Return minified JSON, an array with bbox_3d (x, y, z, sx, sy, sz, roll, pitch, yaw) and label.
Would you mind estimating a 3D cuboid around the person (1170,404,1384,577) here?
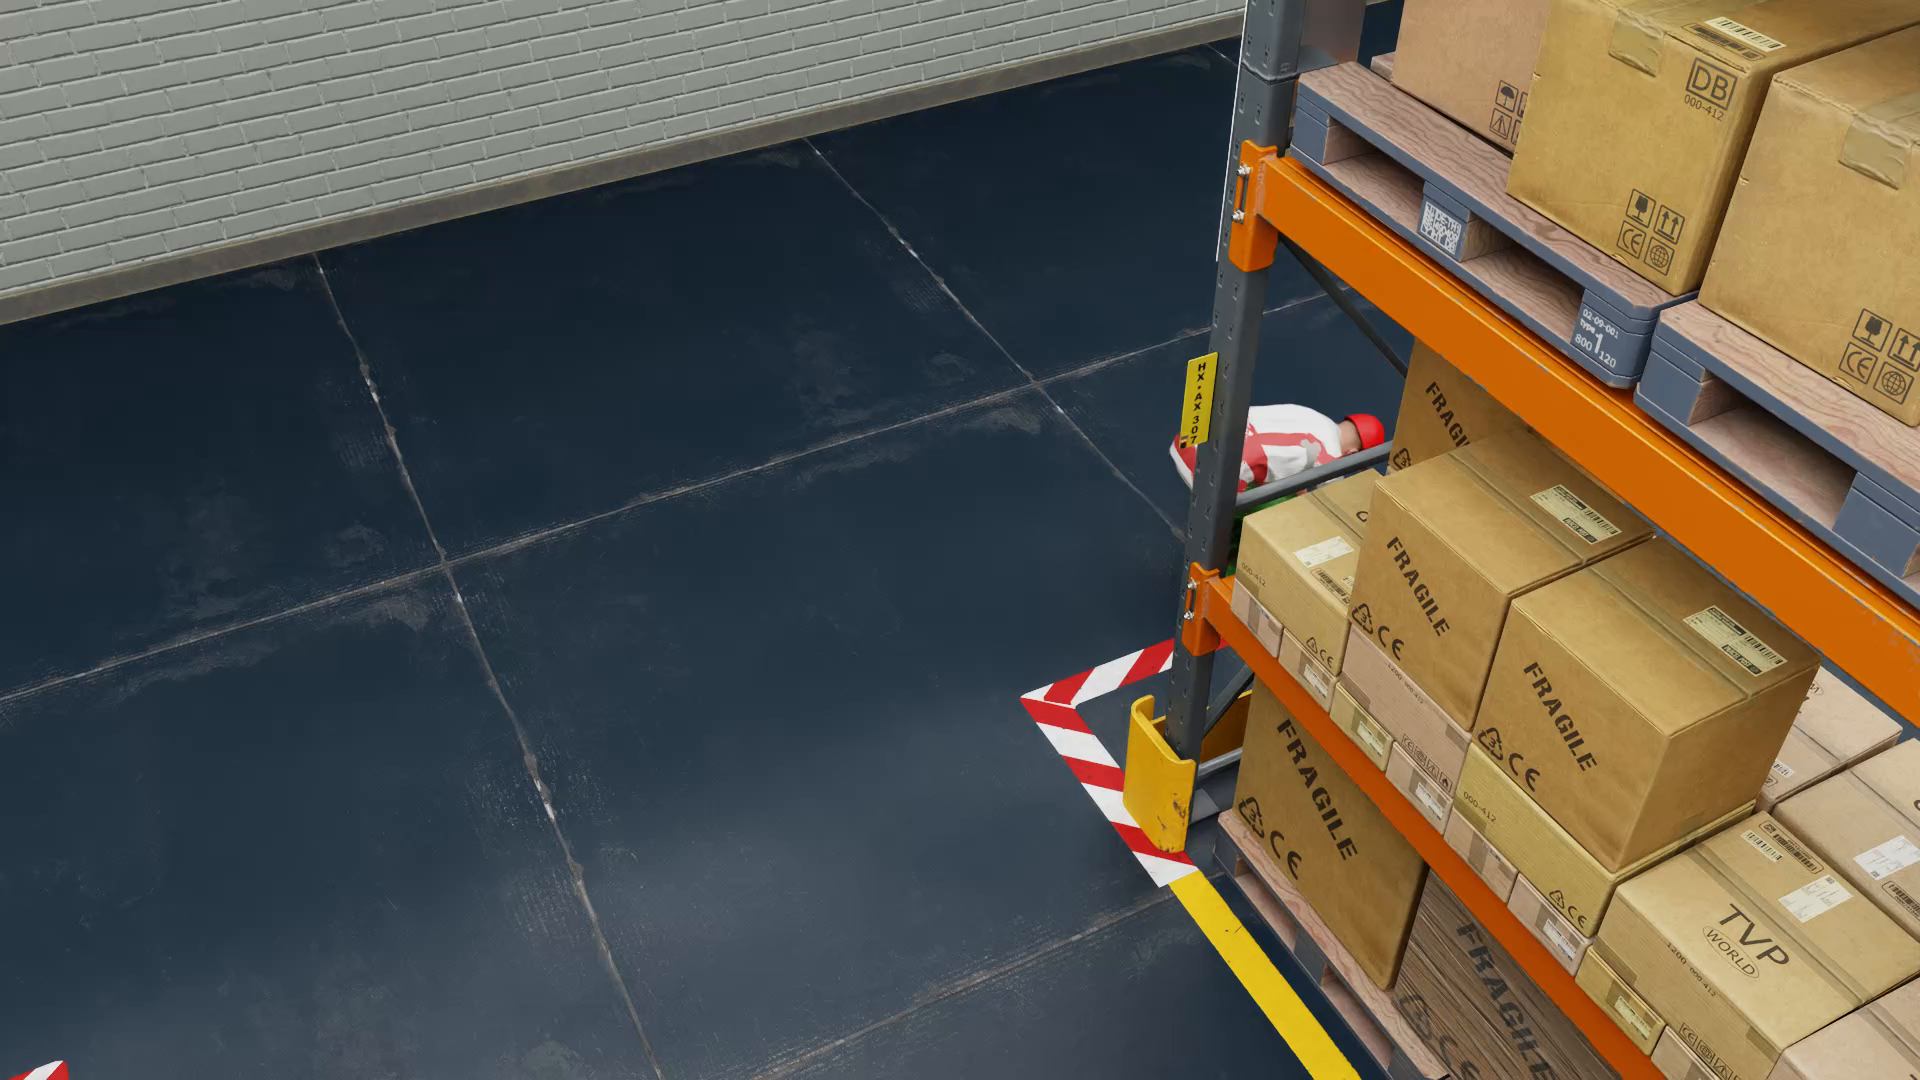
[{"bbox_3d":[1.350,-0.198,7.086,0.961,0.893,0.526,-12,42,-14],"label":"person"}]
